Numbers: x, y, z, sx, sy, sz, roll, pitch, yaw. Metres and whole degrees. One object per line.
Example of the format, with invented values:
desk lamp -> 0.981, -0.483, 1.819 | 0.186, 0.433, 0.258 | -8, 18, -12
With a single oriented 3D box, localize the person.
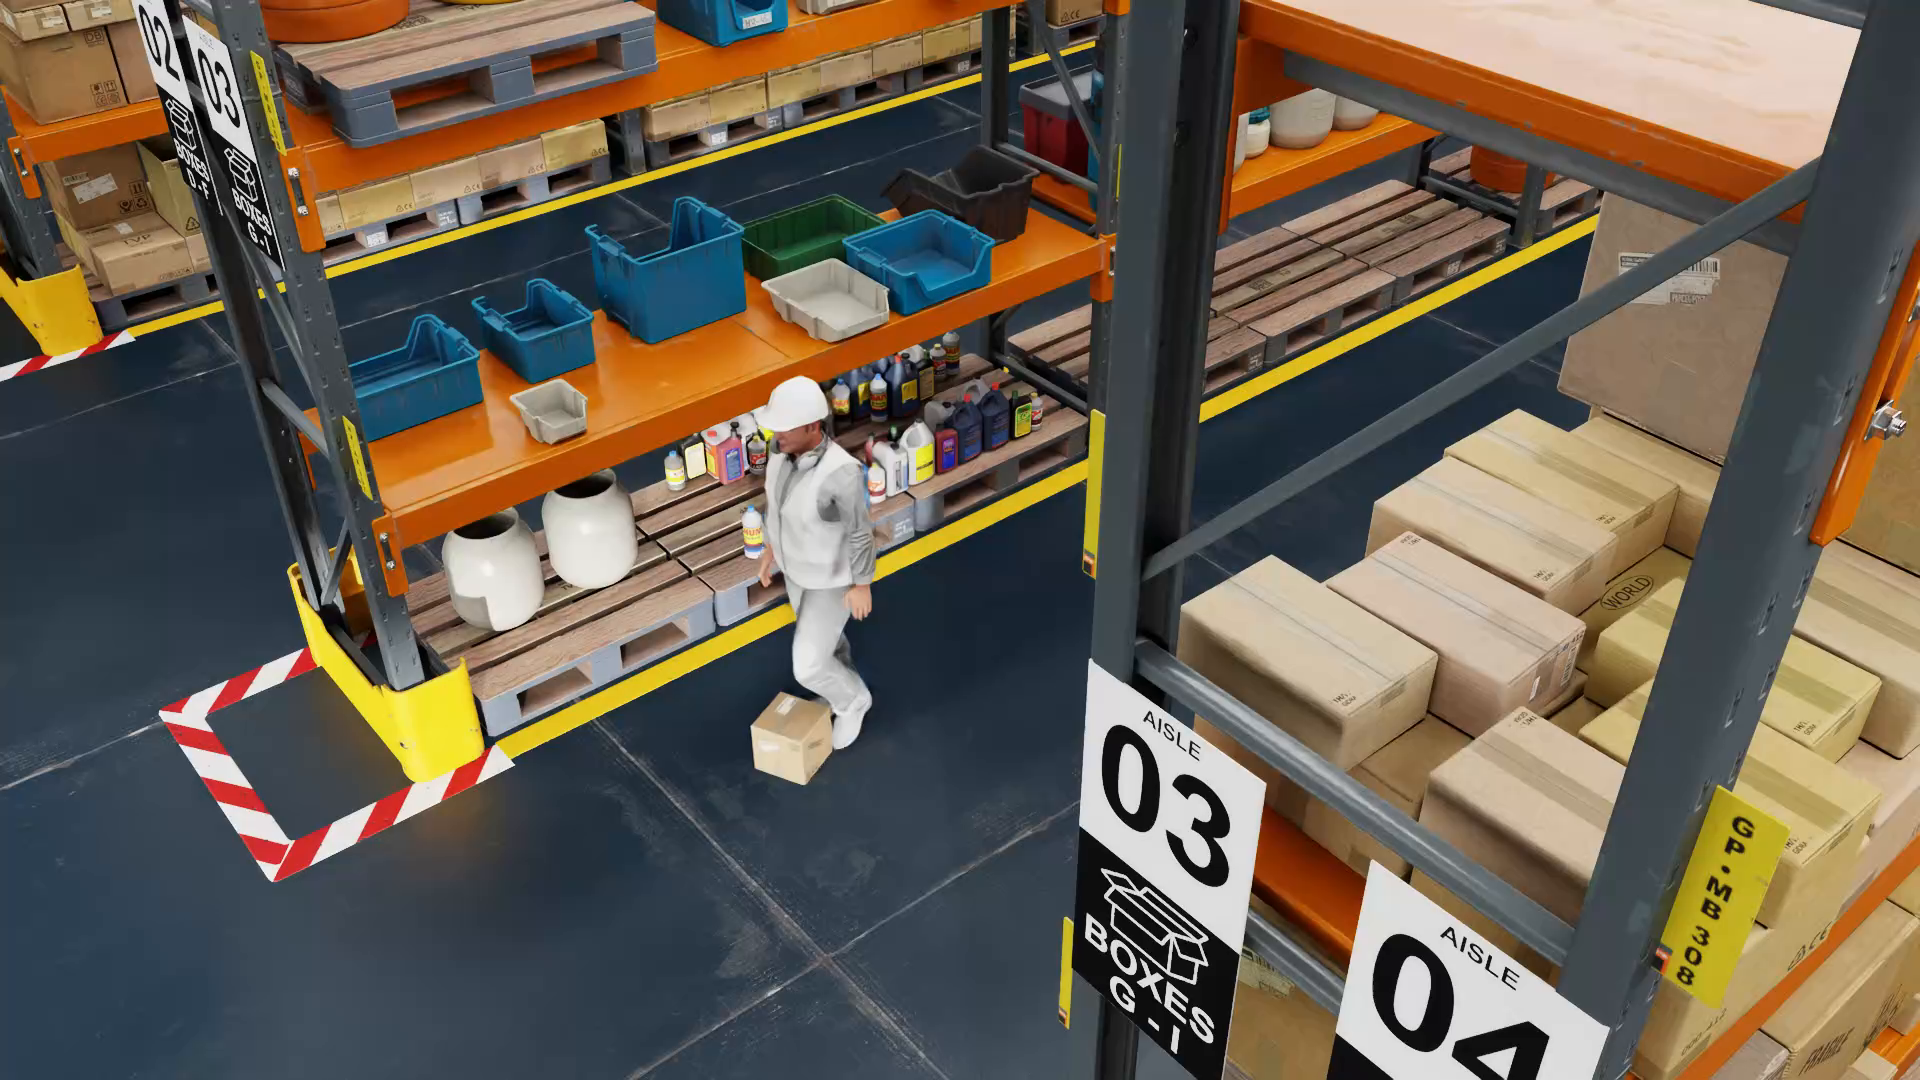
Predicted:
person -> -0.591, 0.121, 6.889 | 0.460, 1.811, 0.557 | -25, 43, -30
